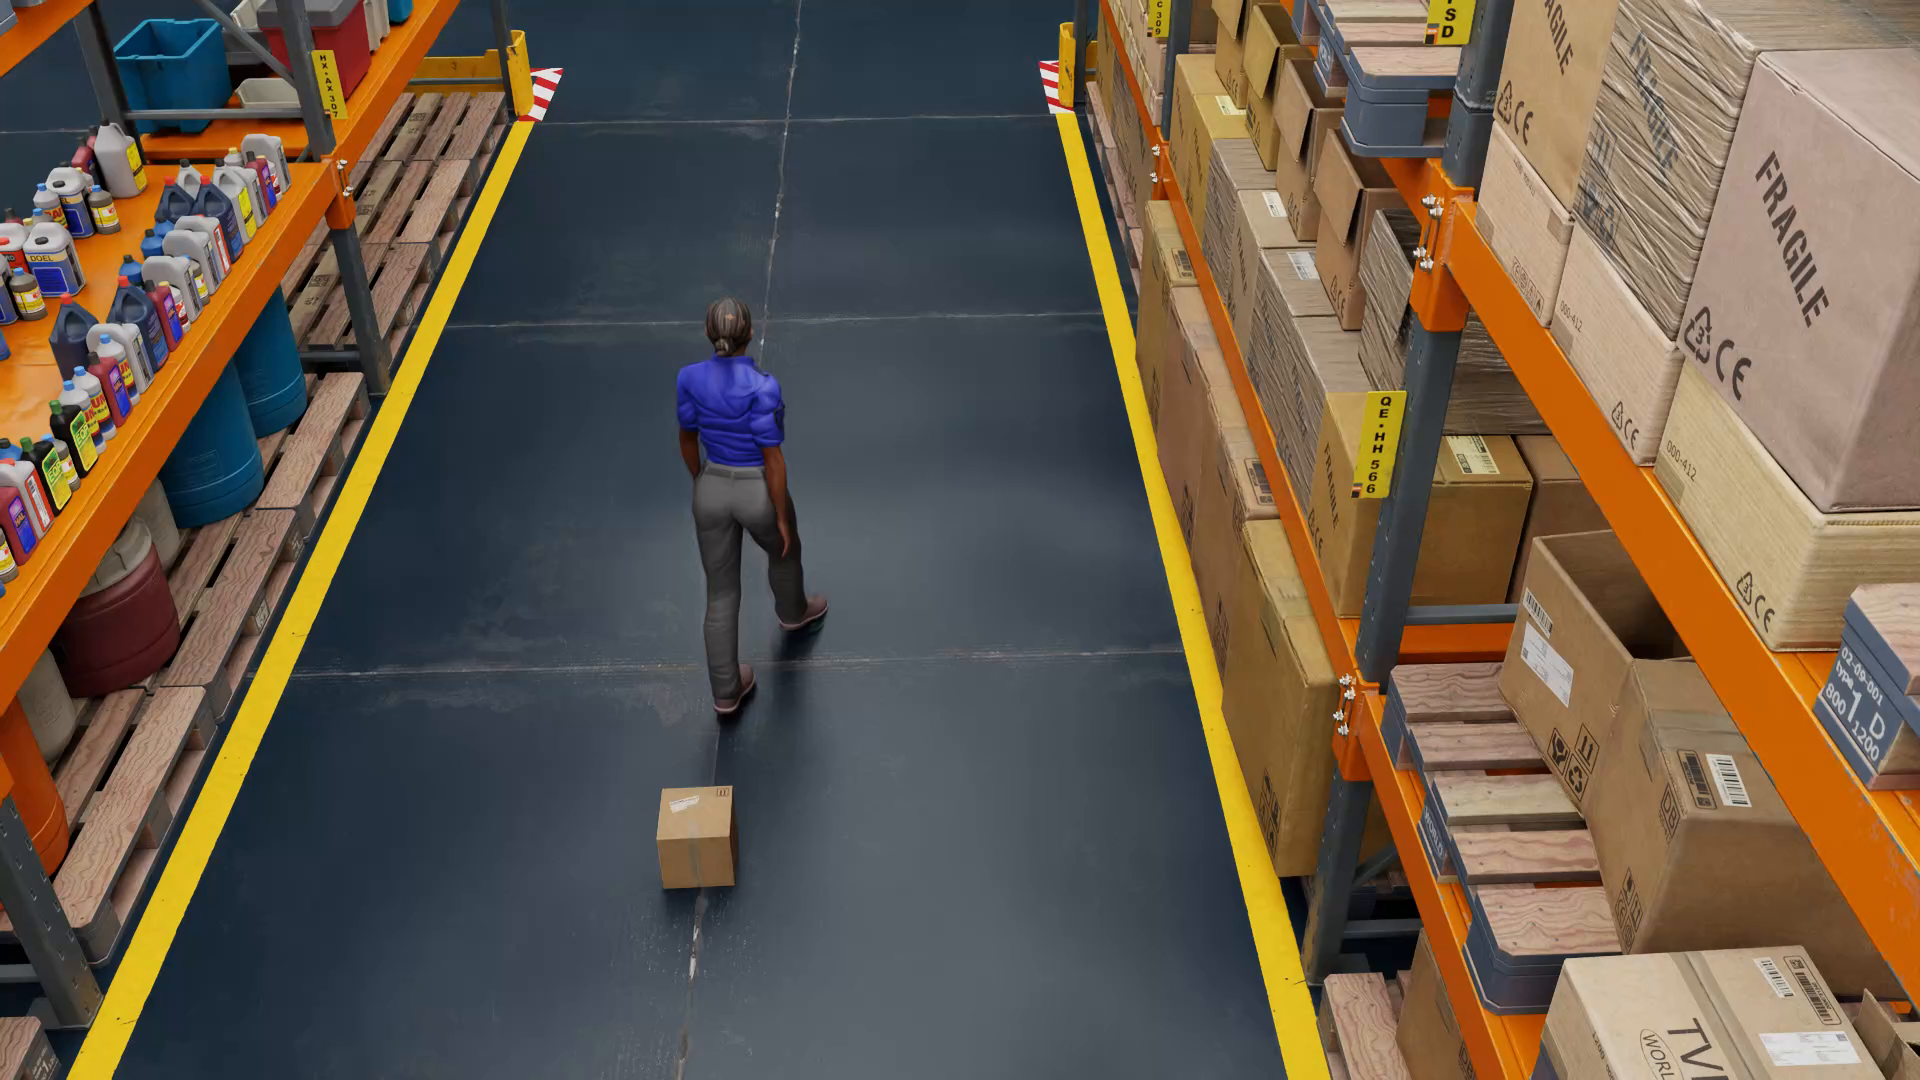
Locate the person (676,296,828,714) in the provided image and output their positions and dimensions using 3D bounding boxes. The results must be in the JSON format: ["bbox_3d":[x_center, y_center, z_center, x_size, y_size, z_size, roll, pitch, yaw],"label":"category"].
[{"bbox_3d":[-0.839,-0.183,6.408,0.476,1.629,0.843,6,36,9],"label":"person"}]
